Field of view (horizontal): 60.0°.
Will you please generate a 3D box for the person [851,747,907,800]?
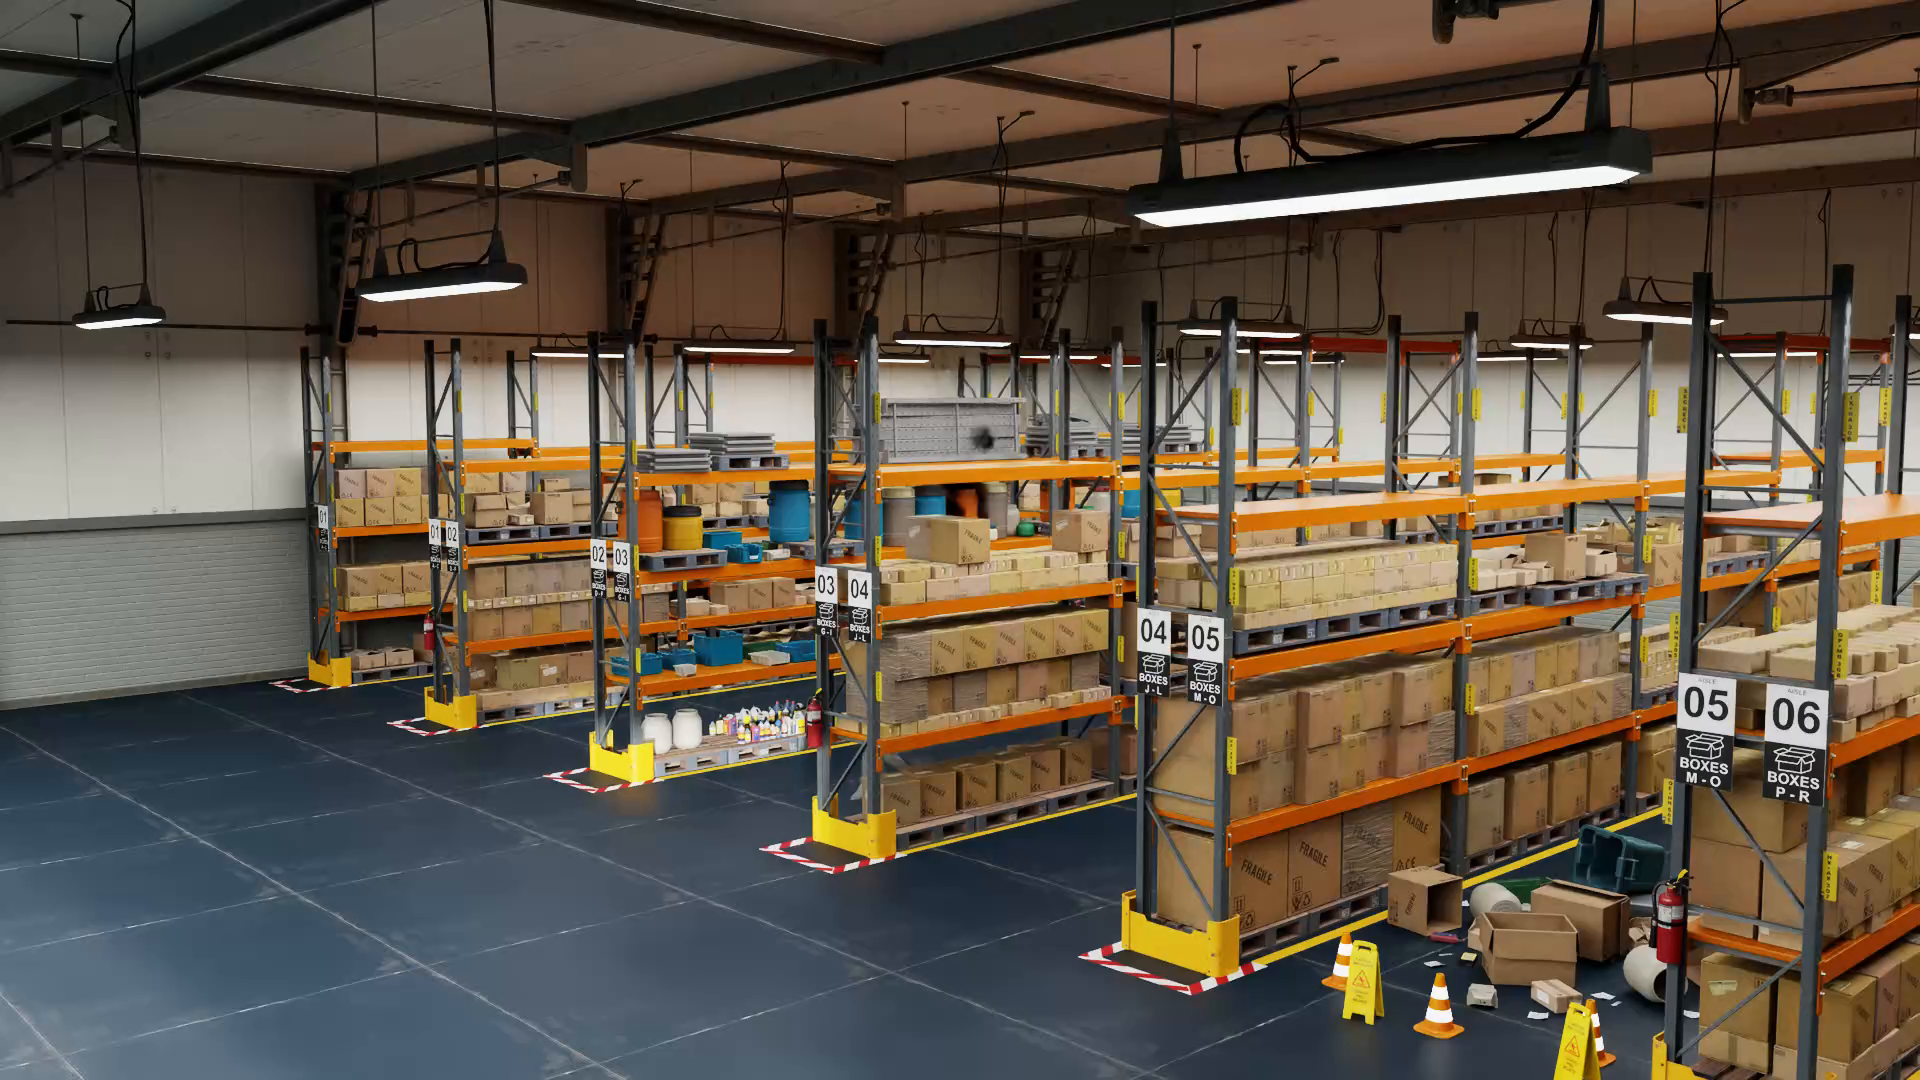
[{"bbox_3d":[-1.014,2.435,21.337,0.902,1.717,0.613,-5,7,-43],"label":"person"}]
